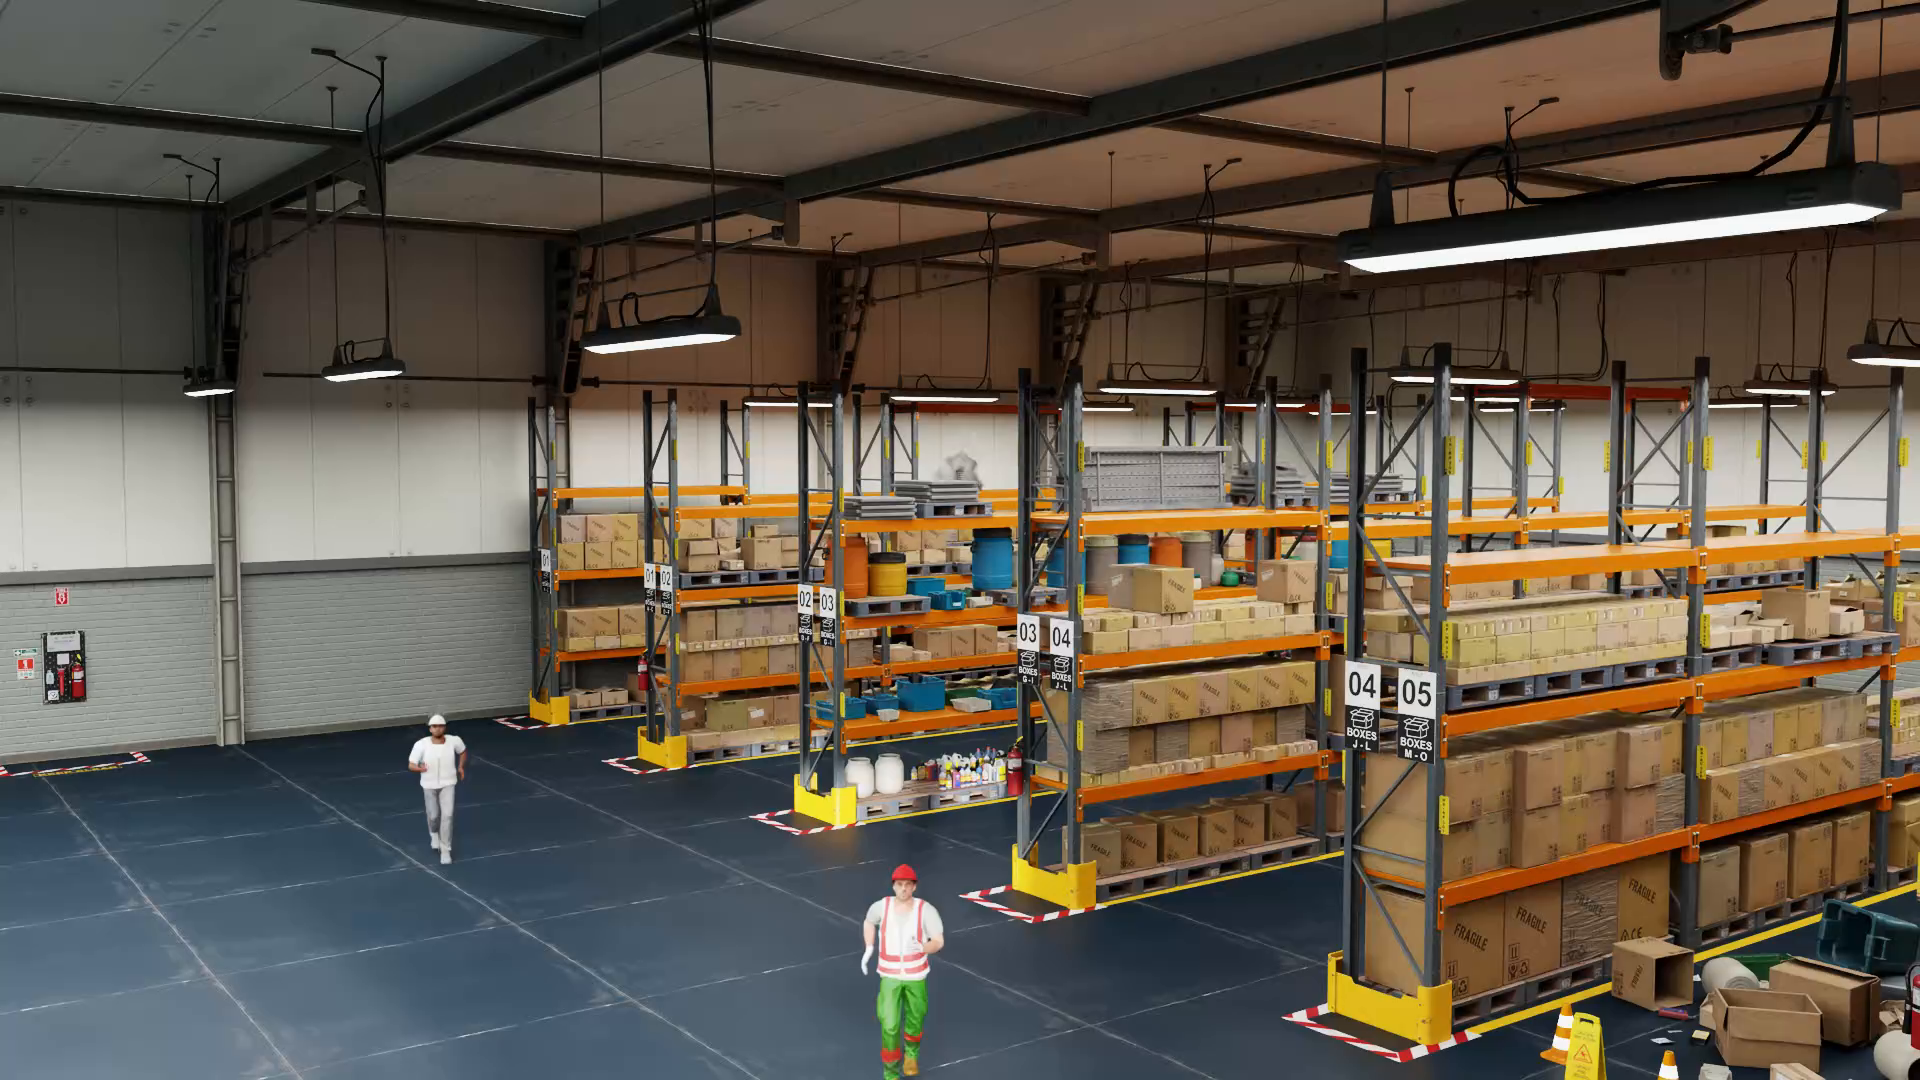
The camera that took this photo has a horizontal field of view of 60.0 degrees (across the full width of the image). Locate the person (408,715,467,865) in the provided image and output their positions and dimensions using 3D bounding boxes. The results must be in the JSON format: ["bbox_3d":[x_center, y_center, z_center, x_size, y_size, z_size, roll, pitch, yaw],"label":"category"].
[{"bbox_3d":[-6.441,3.040,20.533,0.695,1.771,0.962,-1,4,-18],"label":"person"}]

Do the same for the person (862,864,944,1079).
[{"bbox_3d":[-0.453,3.476,13.166,0.649,1.837,0.835,0,3,-3],"label":"person"}]
